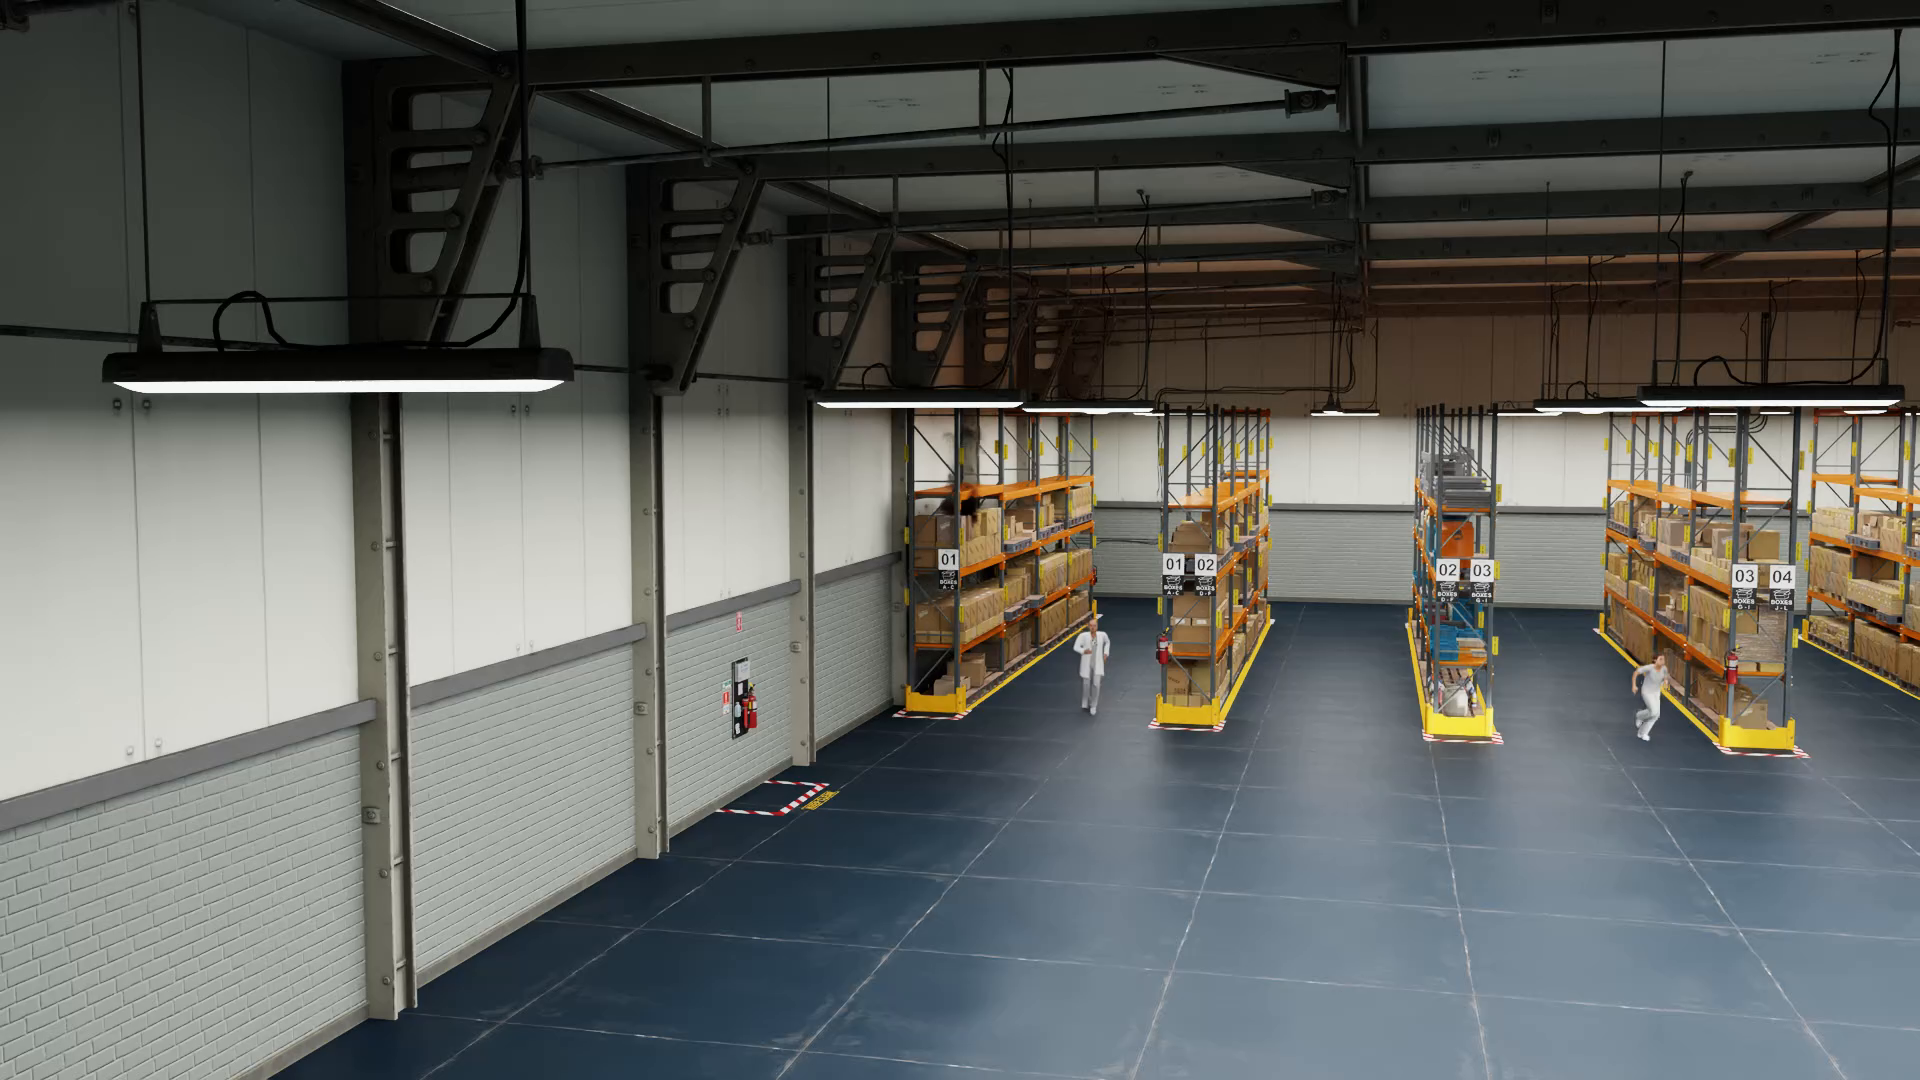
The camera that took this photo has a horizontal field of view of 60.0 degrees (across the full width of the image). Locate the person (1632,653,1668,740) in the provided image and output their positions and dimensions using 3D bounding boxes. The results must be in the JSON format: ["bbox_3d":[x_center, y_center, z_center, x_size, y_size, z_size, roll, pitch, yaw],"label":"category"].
[{"bbox_3d":[12.333,2.781,29.629,0.553,1.596,0.680,-1,4,-18],"label":"person"}]

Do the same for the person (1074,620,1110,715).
[{"bbox_3d":[2.580,2.480,32.534,0.720,1.865,0.846,0,4,1],"label":"person"}]
